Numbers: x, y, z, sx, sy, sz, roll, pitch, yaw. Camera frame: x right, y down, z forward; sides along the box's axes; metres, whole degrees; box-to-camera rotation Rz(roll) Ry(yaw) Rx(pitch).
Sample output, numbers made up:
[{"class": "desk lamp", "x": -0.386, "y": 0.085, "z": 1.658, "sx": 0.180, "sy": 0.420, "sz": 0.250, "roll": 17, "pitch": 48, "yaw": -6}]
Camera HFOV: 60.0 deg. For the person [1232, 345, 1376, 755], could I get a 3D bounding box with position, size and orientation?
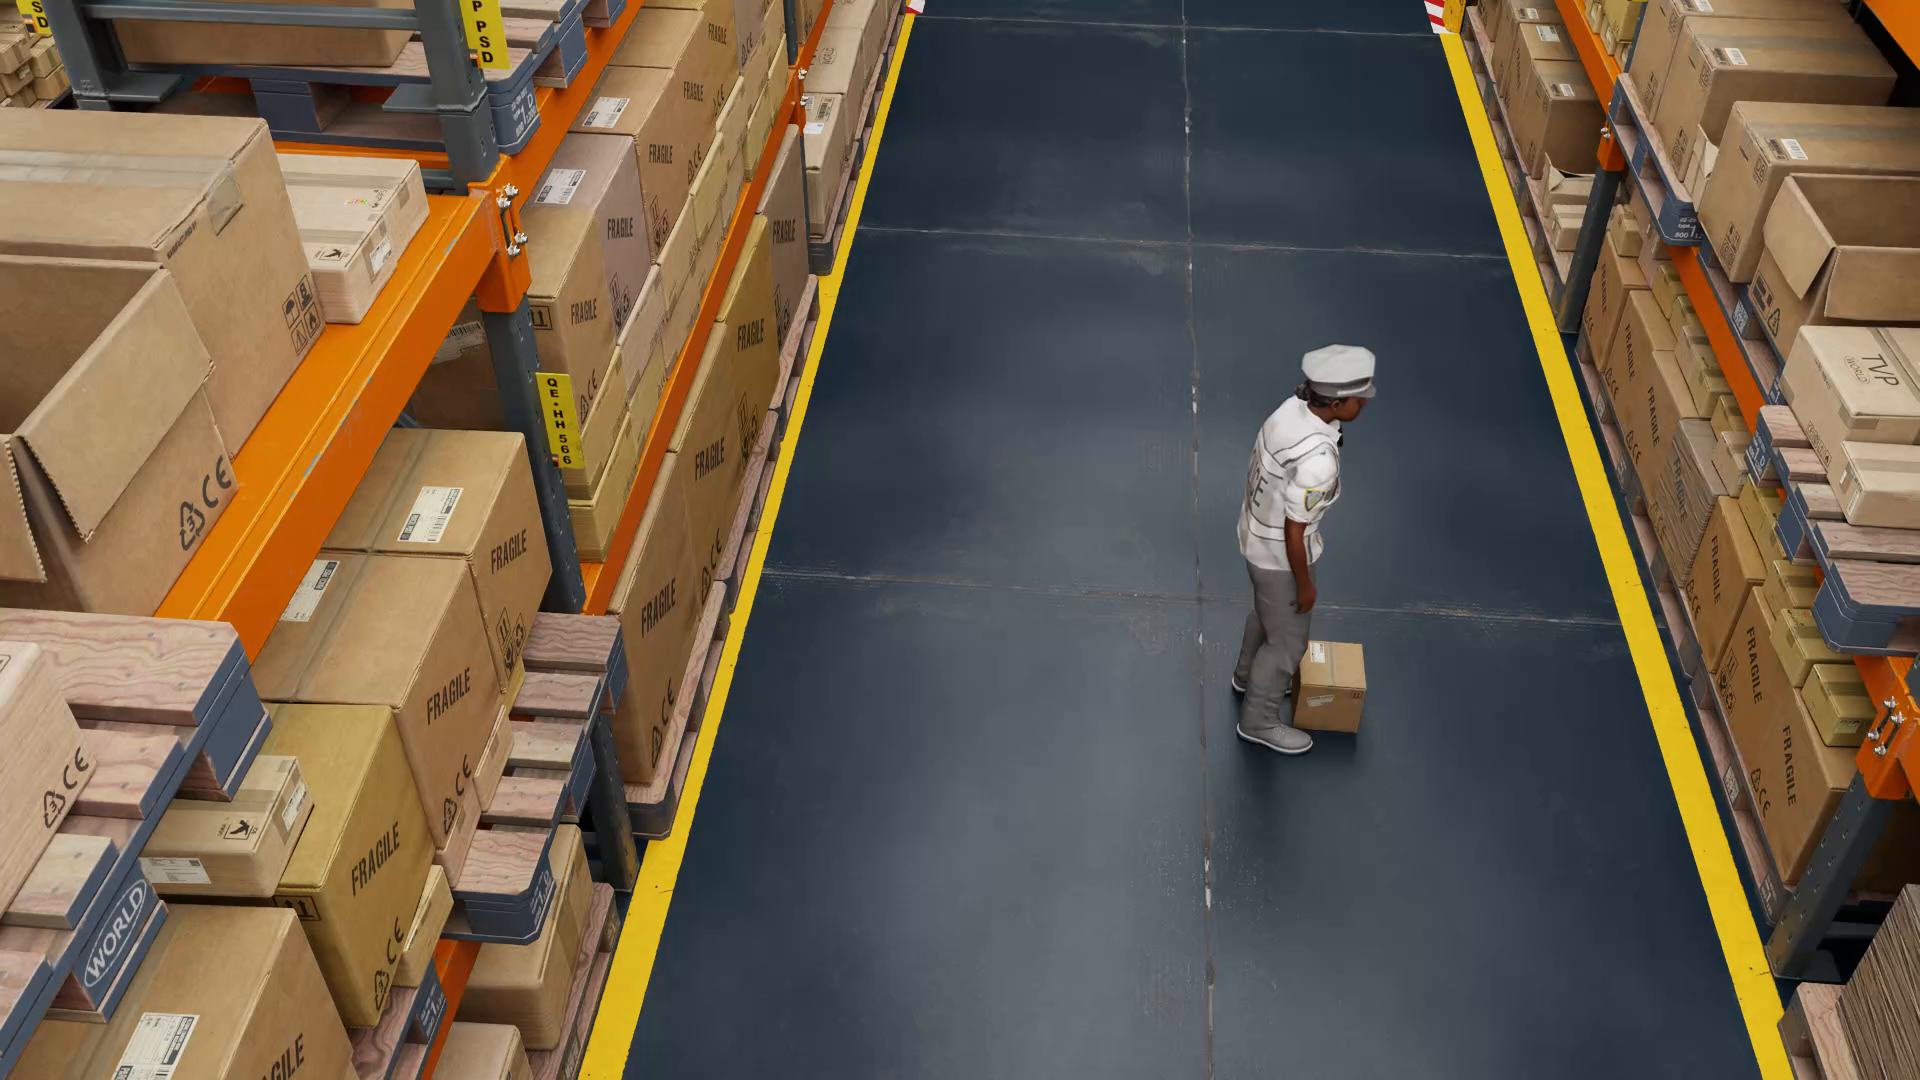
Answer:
[{"class": "person", "x": 1.221, "y": 0.034, "z": 6.117, "sx": 0.398, "sy": 1.659, "sz": 0.521, "roll": 2, "pitch": 40, "yaw": 3}]
